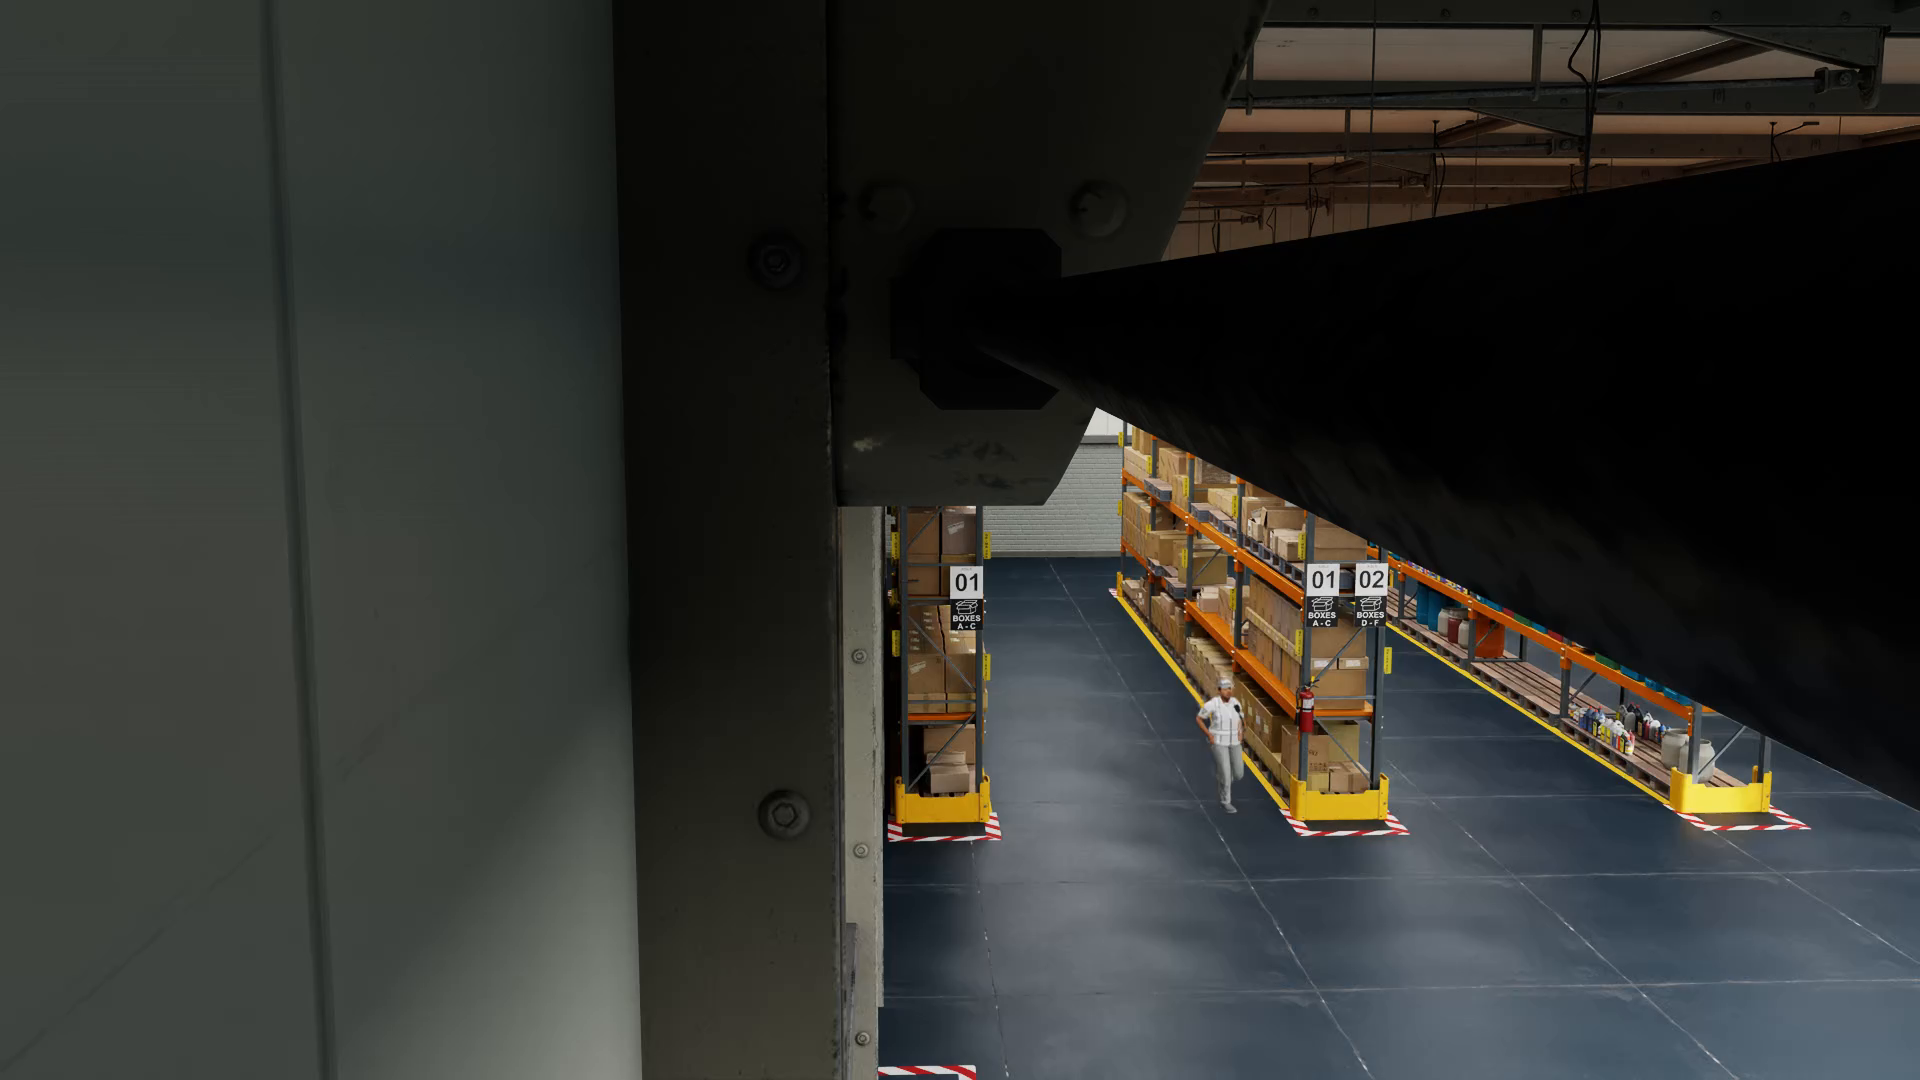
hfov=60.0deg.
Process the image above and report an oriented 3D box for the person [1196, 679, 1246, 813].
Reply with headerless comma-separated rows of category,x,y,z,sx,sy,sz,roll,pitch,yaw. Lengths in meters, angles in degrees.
person,3.271,2.528,20.697,0.630,1.627,0.692,-3,8,-19
